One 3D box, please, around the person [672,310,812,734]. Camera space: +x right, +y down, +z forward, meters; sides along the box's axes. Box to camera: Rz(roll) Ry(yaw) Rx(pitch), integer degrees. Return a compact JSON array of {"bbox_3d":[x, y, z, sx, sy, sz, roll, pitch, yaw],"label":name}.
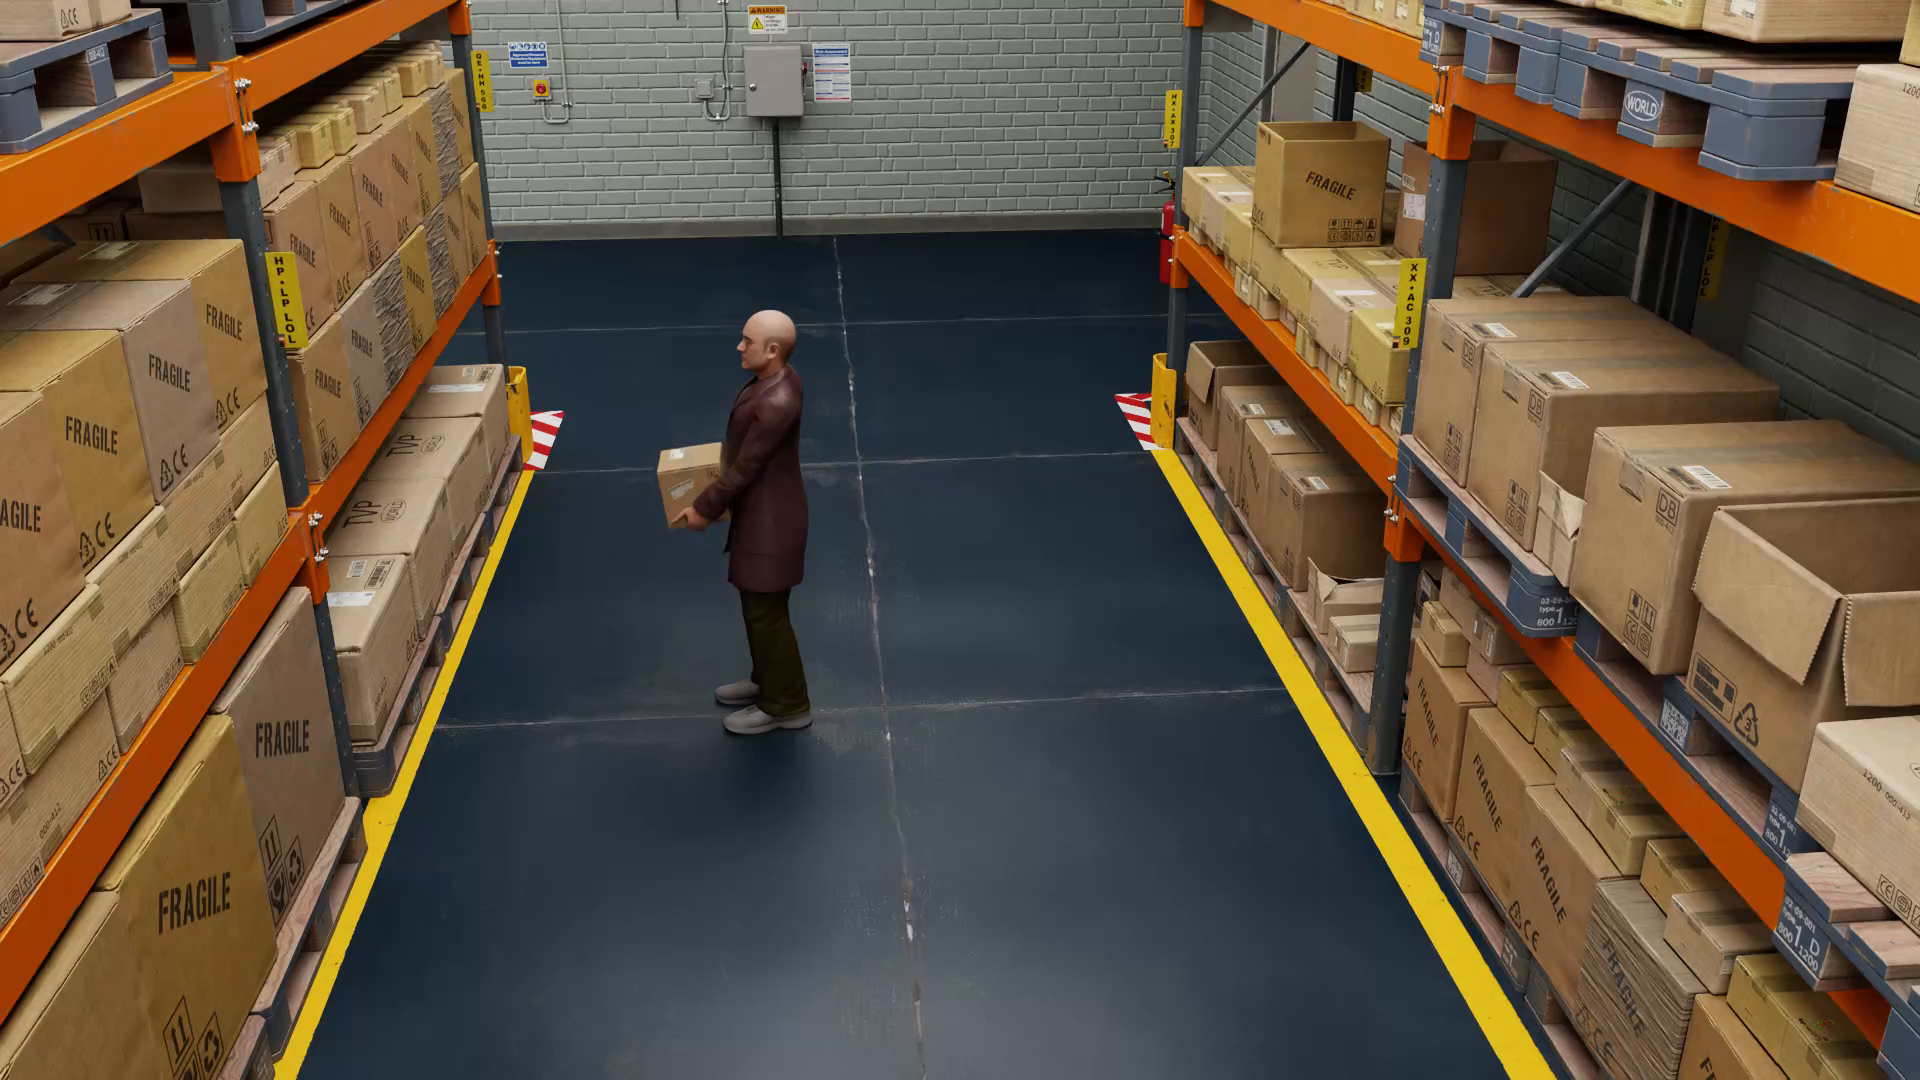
[{"bbox_3d":[-0.887,-0.068,6.779,0.543,1.778,0.522,-2,23,-5],"label":"person"}]
